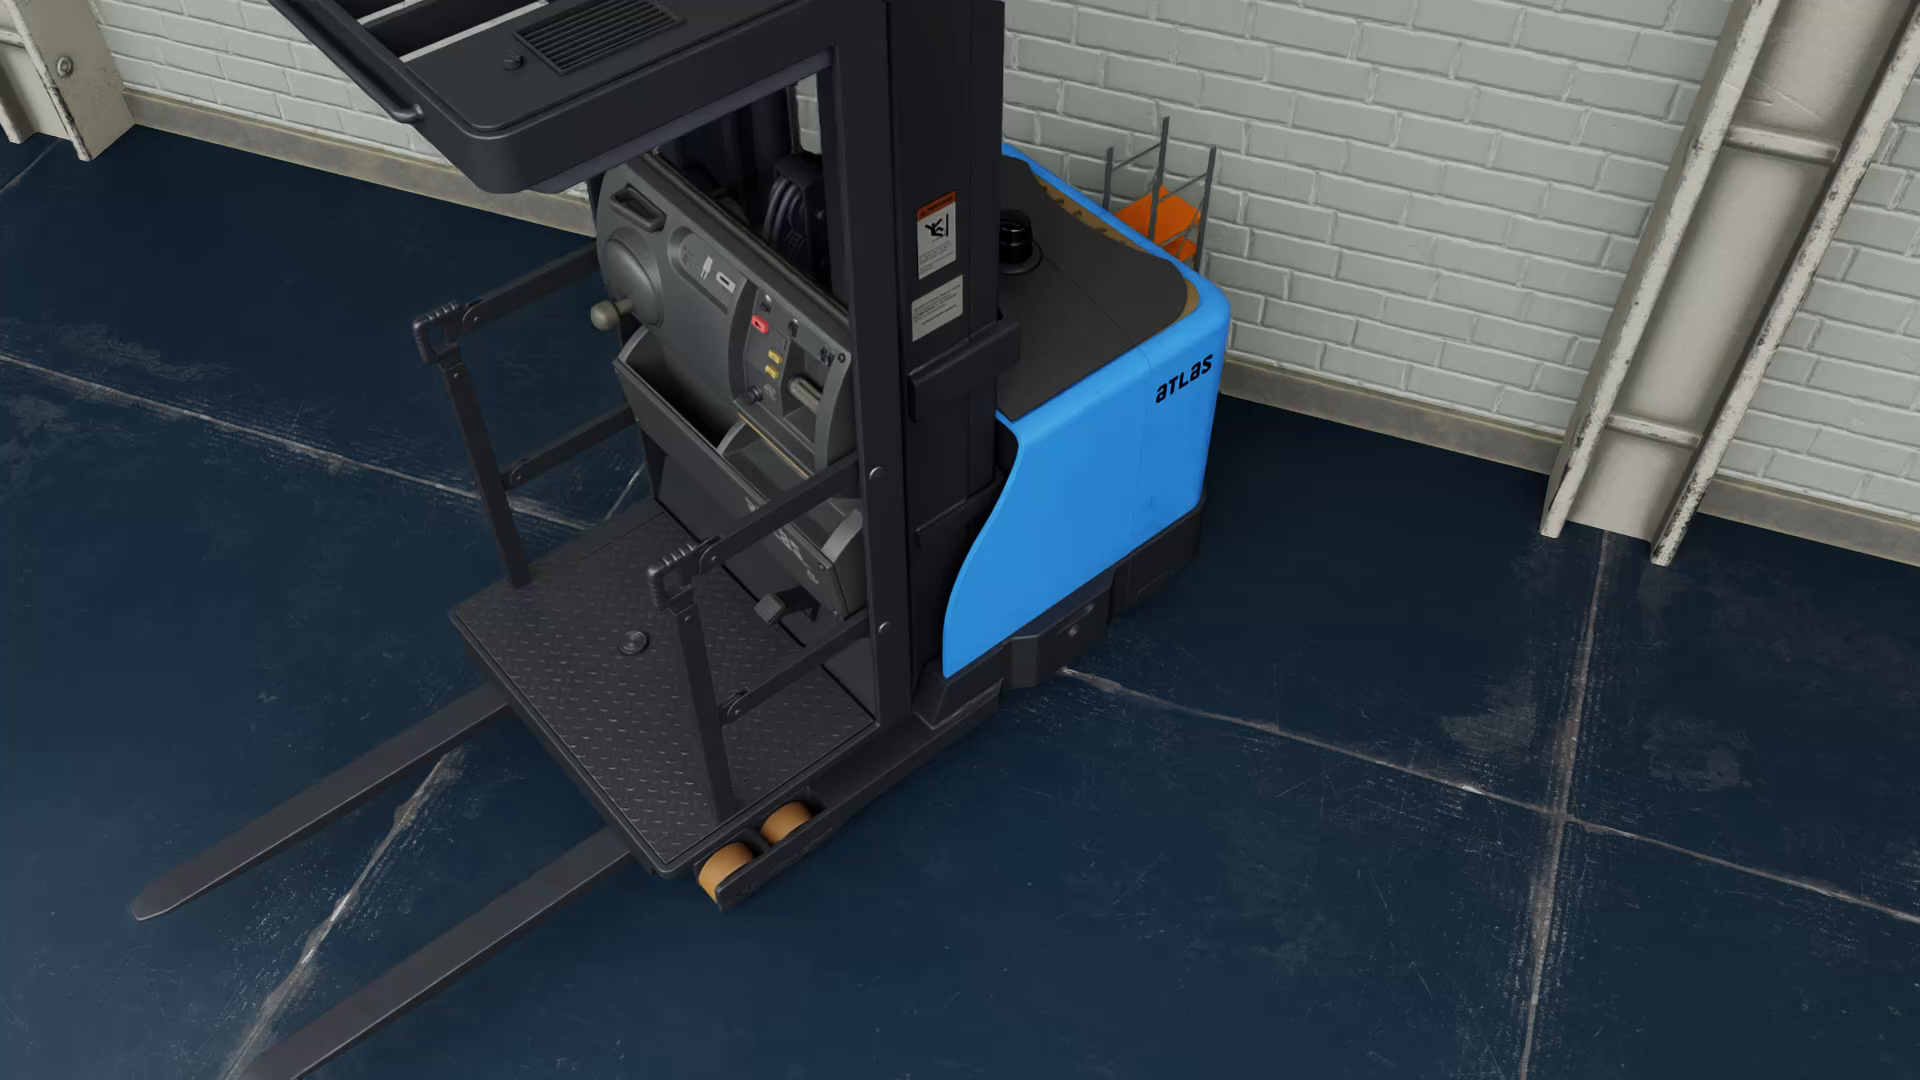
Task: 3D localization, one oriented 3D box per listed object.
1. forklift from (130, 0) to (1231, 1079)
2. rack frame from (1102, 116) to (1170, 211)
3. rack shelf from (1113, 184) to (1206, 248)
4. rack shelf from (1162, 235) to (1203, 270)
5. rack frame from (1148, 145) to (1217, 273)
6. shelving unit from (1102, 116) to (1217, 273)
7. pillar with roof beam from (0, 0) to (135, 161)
[{"bbox_3d":[-0.713,-0.450,3.701,3.031,2.935,1.130,-33,57,-25],"label":"forklift"},{"bbox_3d":[0.500,-0.746,5.102,0.240,1.200,0.006,-33,57,-25],"label":"rack frame"},{"bbox_3d":[0.559,-0.900,4.818,0.258,0.103,0.180,-33,57,-25],"label":"rack shelf"},{"bbox_3d":[0.559,-0.821,4.909,0.258,0.103,0.180,-33,57,-25],"label":"rack shelf"},{"bbox_3d":[0.618,-0.640,5.011,0.240,1.200,0.006,-33,57,-25],"label":"rack frame"},{"bbox_3d":[0.559,-0.693,5.057,0.258,1.200,0.189,-33,57,-25],"label":"shelving unit"},{"bbox_3d":[-5.046,-1.544,0.633,0.400,9.000,9.100,16,51,13],"label":"pillar with roof beam"}]
